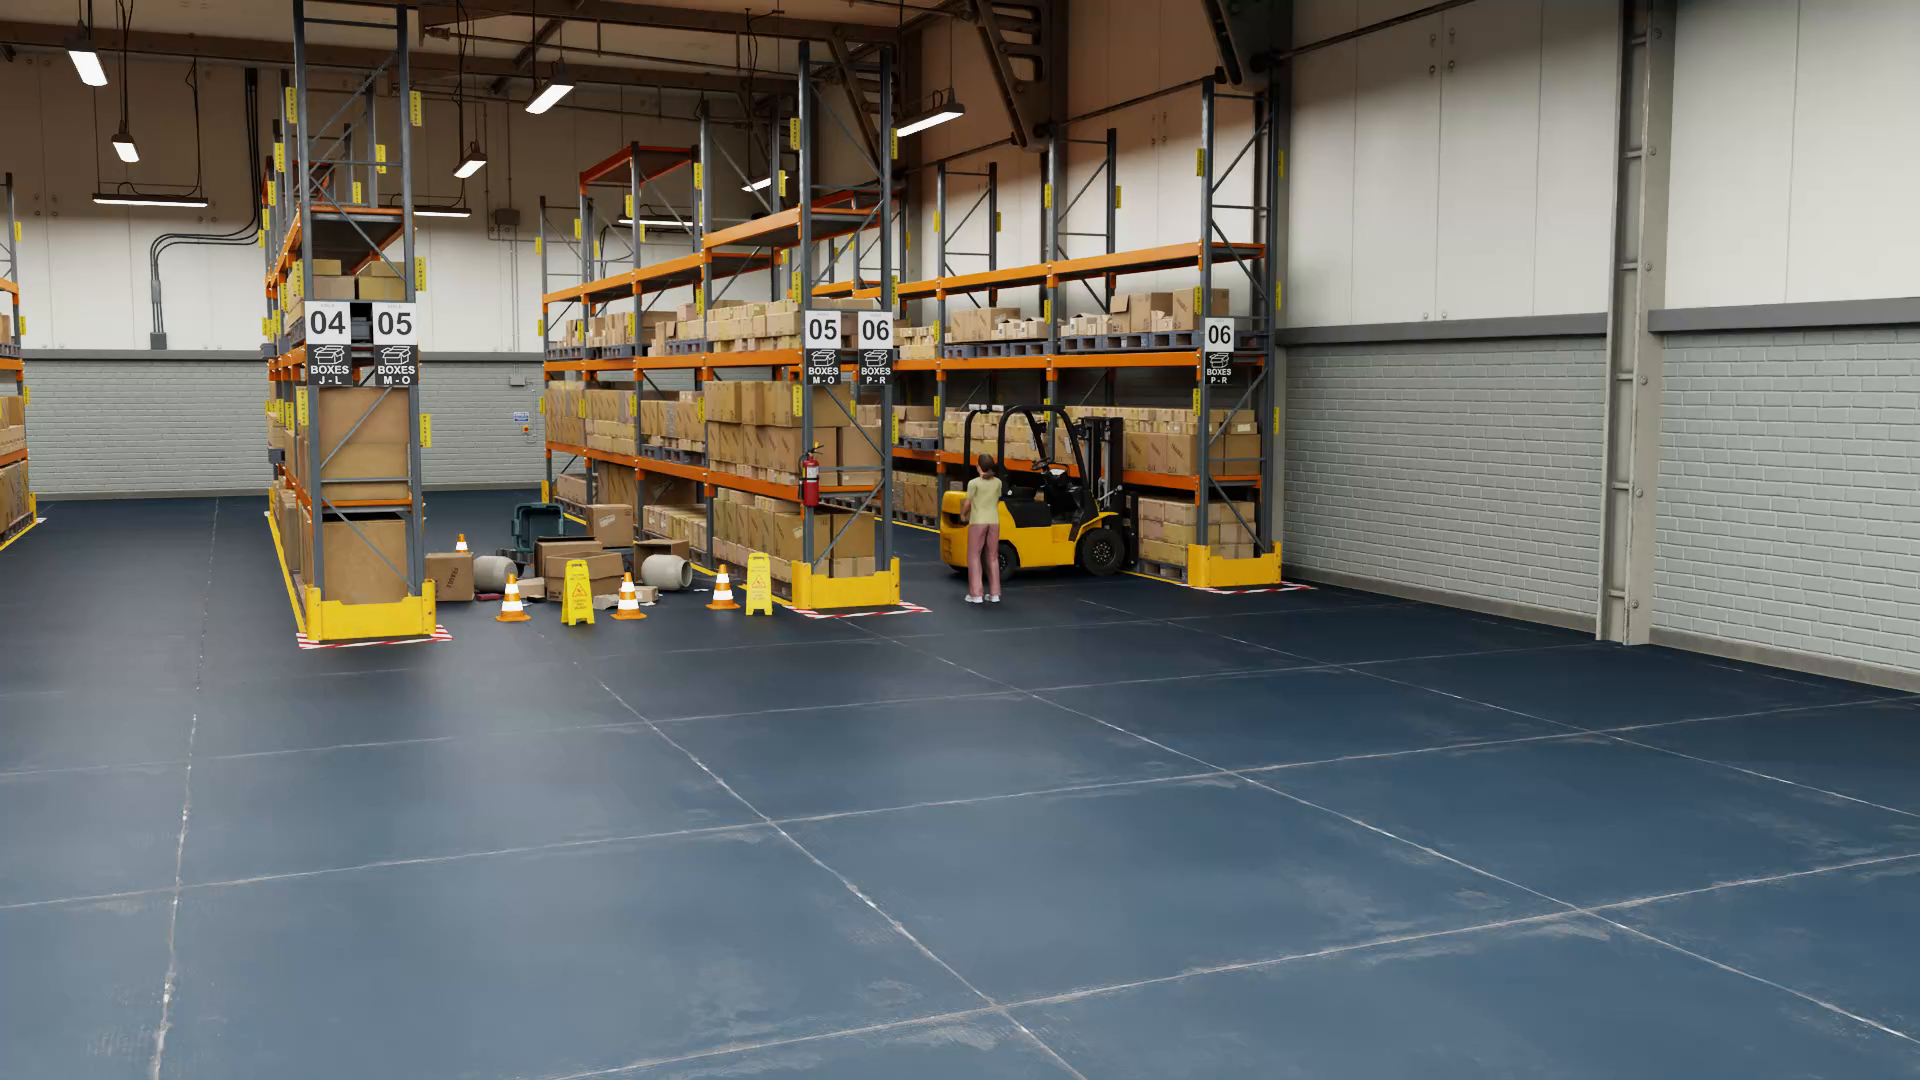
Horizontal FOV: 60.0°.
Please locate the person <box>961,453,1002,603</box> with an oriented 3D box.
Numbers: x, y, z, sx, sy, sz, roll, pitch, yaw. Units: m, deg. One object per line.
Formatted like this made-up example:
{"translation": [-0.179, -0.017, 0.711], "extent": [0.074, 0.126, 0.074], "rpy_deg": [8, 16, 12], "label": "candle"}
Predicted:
{"translation": [0.235, -0.144, 18.523], "extent": [0.428, 1.663, 0.558], "rpy_deg": [-2, 6, -24], "label": "person"}
